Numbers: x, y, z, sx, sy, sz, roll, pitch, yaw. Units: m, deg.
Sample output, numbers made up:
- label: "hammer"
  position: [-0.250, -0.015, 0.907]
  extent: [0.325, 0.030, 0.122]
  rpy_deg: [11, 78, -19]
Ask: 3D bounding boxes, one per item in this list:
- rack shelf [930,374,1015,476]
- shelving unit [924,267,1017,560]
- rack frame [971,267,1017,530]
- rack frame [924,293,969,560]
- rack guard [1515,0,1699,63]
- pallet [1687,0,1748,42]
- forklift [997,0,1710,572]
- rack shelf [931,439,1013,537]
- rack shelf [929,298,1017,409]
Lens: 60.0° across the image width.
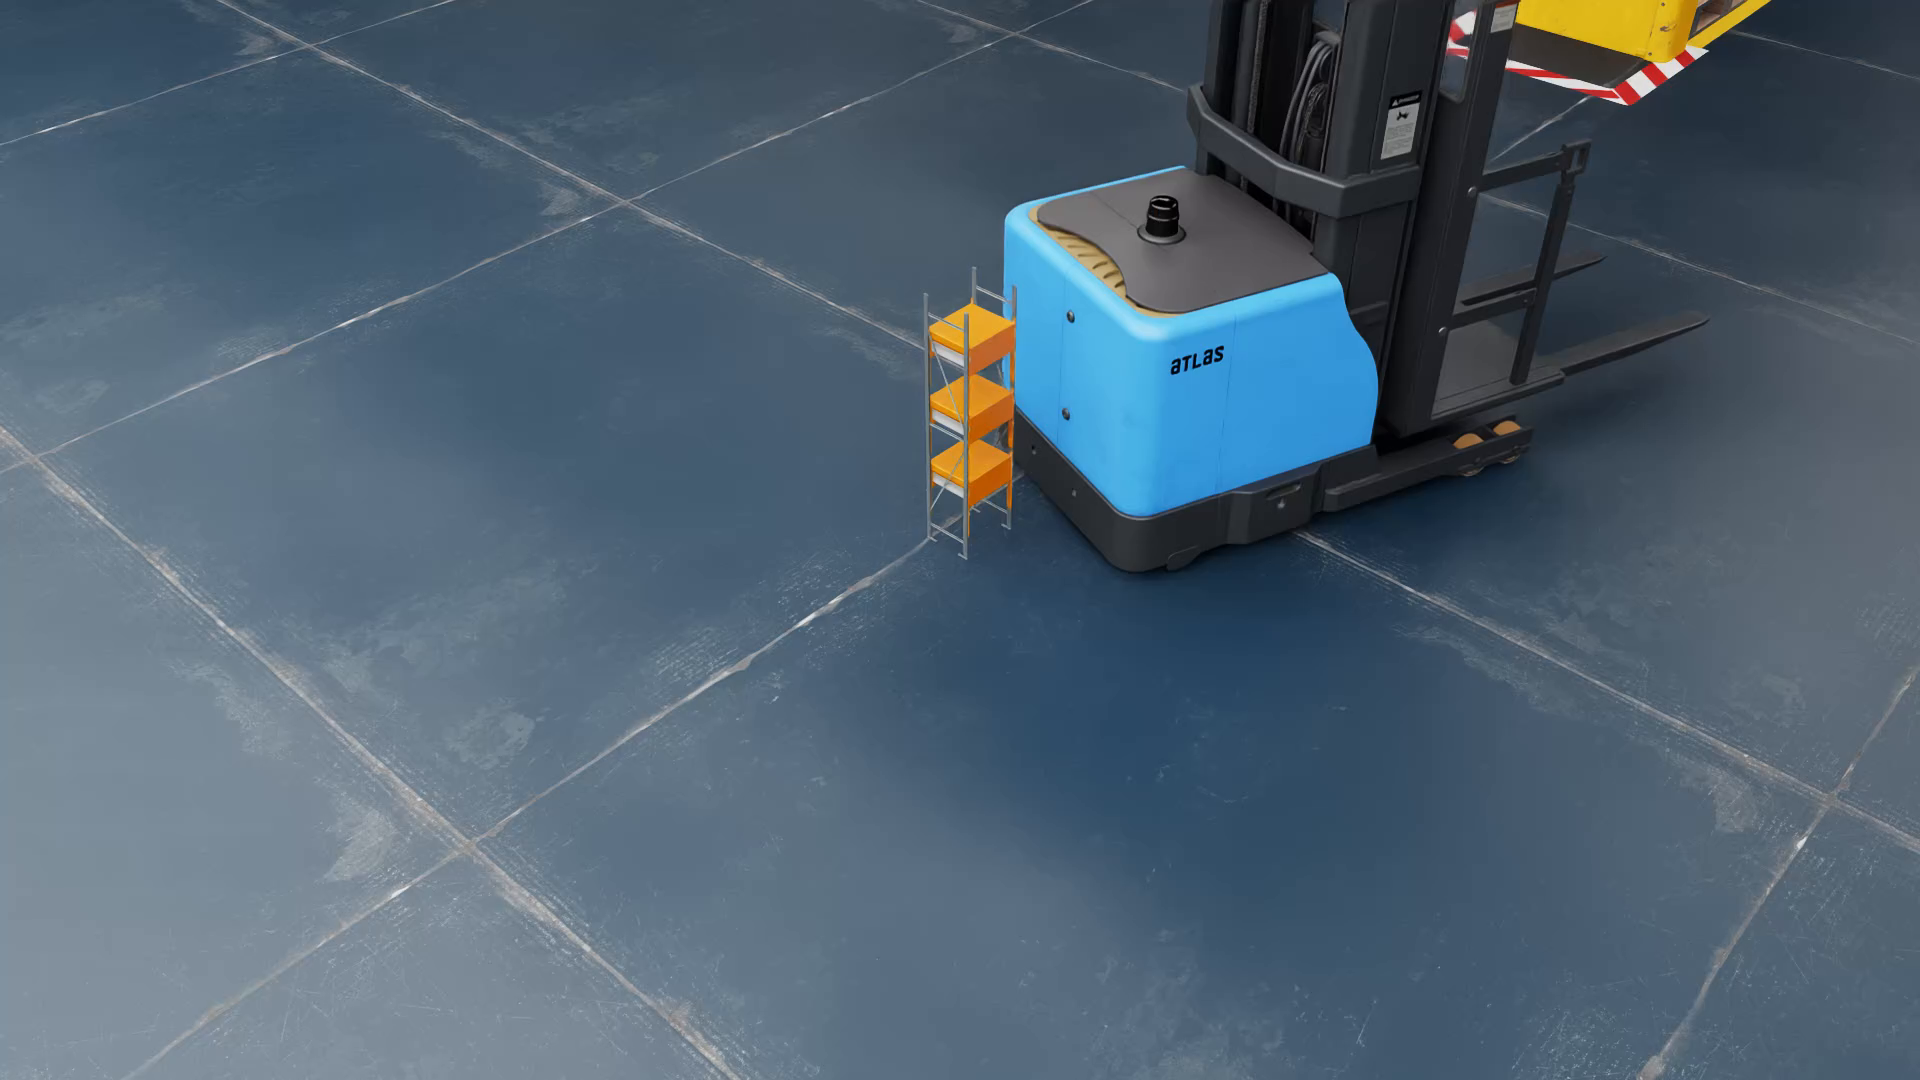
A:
- label: "rack shelf"
  position: [0.036, -0.427, 5.961]
  extent: [0.215, 0.259, 0.240]
  rpy_deg: [30, 47, 32]
- label: "shelving unit"
  position: [0.036, -0.436, 5.954]
  extent: [0.215, 1.050, 0.252]
  rpy_deg: [30, 47, 32]
- label: "rack frame"
  position: [0.118, -0.492, 6.025]
  extent: [0.200, 1.050, 0.008]
  rpy_deg: [30, 47, 32]
- label: "rack frame"
  position: [-0.046, -0.379, 5.884]
  extent: [0.200, 1.050, 0.008]
  rpy_deg: [30, 47, 32]
- label: "rack guard"
  position: [3.815, -3.307, 10.007]
  extent: [1.175, 0.500, 0.348]
  rpy_deg: [30, 47, 32]
- label: "pallet"
  position: [4.389, -3.552, 10.548]
  extent: [1.003, 0.211, 1.213]
  rpy_deg: [30, 47, 32]
- label: "forklift"
  position: [1.698, -1.674, 6.000]
  extent: [3.031, 2.935, 1.130]
  rpy_deg: [-18, 42, -21]
- label: "rack shelf"
  position: [0.036, -0.210, 6.134]
  extent: [0.215, 0.259, 0.240]
  rpy_deg: [30, 47, 32]
- label: "rack shelf"
  position: [0.036, -0.649, 5.784]
  extent: [0.215, 0.259, 0.240]
  rpy_deg: [30, 47, 32]
